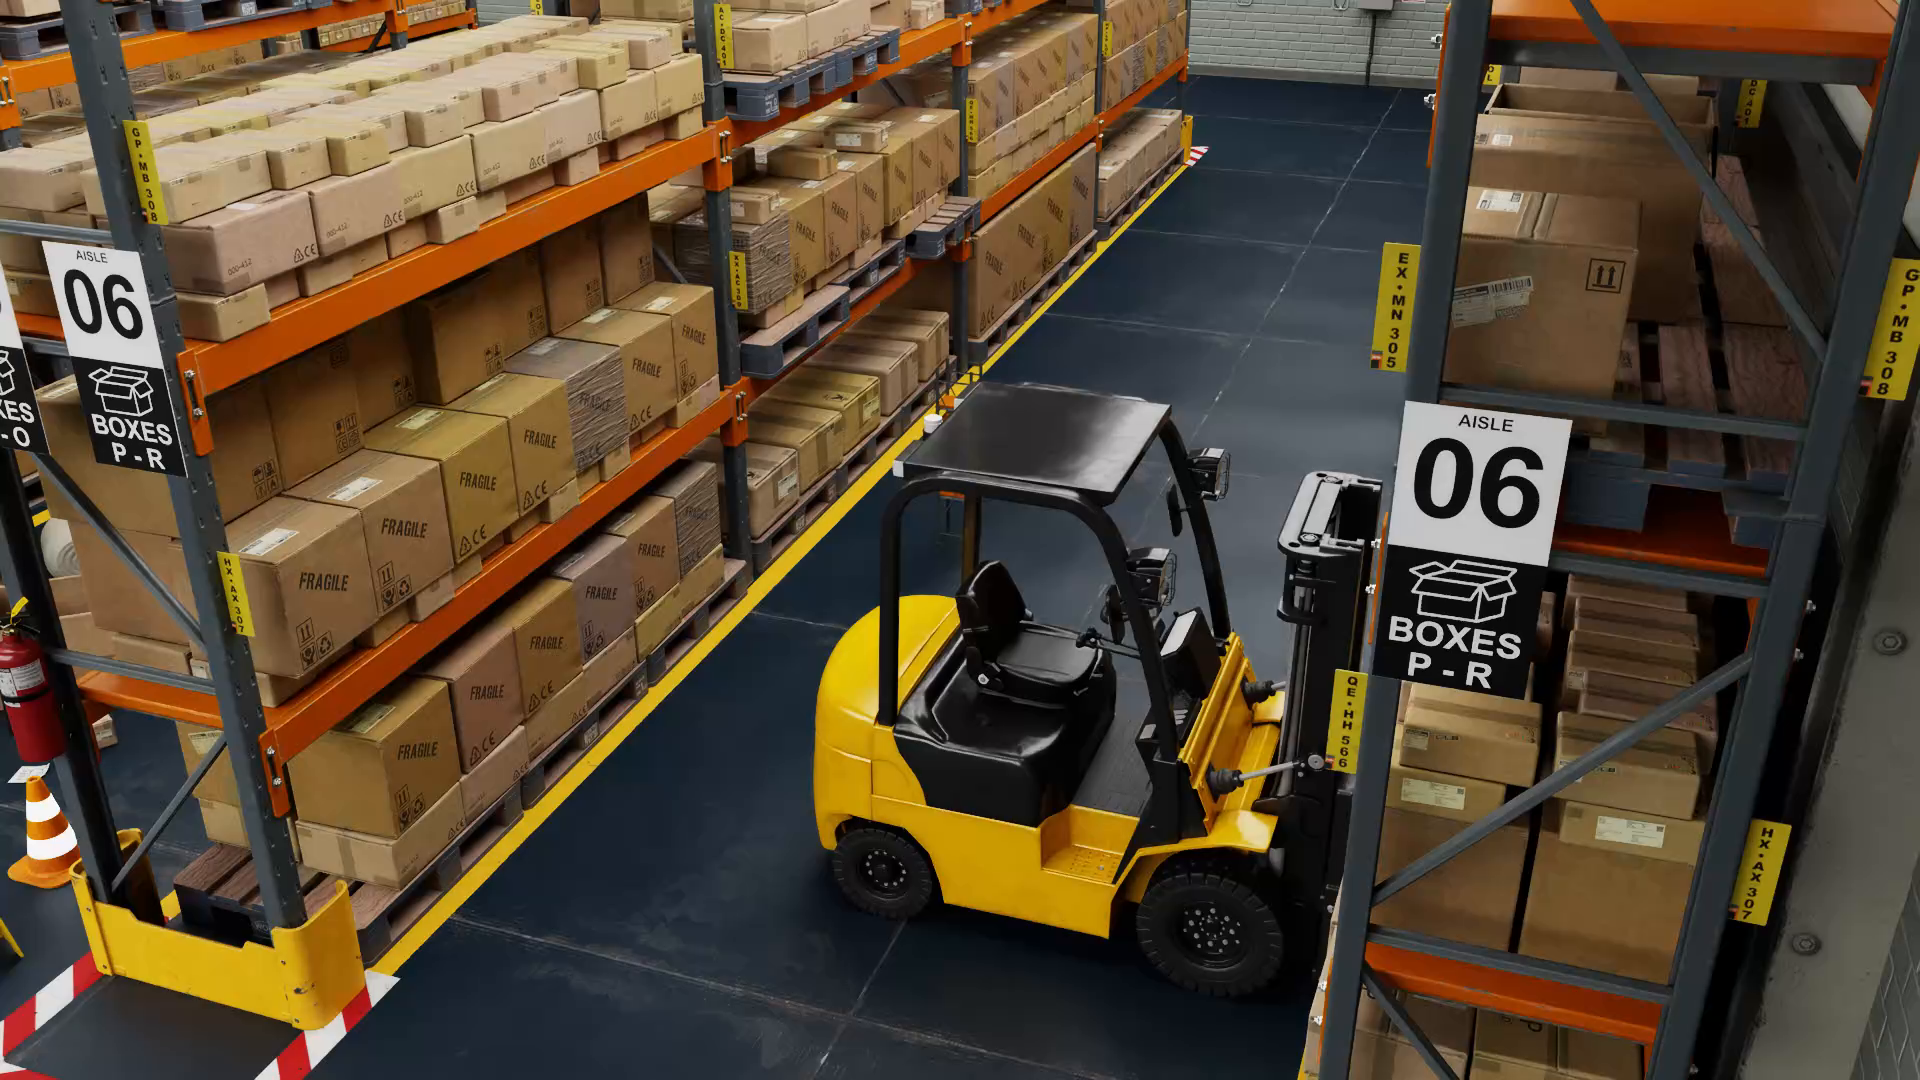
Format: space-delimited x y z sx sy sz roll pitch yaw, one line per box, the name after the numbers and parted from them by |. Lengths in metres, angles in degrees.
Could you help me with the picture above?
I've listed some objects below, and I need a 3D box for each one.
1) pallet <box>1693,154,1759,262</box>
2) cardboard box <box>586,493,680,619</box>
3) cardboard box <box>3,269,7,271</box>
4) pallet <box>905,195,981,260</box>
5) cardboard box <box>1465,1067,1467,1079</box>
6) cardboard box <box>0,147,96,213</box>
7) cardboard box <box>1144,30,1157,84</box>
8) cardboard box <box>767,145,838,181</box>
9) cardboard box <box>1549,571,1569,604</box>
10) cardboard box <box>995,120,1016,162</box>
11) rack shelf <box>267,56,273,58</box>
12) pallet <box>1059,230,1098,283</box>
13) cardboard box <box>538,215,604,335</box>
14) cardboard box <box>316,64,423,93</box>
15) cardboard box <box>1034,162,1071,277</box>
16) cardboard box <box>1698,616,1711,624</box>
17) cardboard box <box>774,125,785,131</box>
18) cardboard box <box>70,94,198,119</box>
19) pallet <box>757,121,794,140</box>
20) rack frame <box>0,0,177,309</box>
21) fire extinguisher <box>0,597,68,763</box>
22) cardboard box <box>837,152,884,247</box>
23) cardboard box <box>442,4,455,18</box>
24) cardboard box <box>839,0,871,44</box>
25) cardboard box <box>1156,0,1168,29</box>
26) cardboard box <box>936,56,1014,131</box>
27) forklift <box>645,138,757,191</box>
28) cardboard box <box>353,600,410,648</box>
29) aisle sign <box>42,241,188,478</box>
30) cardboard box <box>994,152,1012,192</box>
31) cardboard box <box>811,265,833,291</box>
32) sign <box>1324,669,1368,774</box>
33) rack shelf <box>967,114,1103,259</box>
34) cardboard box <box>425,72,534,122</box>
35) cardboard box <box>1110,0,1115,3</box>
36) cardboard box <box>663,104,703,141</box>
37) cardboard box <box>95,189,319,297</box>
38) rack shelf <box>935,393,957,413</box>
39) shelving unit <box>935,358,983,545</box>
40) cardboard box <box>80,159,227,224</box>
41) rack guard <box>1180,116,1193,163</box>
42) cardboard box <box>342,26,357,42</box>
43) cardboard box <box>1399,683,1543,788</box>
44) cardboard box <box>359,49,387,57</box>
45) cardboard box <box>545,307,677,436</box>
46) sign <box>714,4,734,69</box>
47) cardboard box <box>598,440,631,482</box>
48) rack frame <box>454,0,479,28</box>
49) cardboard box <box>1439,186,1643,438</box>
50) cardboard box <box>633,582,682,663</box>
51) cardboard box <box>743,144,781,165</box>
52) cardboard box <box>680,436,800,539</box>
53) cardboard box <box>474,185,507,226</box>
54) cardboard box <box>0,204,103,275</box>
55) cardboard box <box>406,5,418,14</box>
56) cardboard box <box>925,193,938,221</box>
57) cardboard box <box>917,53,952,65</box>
2.664 -1.377 6.811 1.003 0.211 1.213 9 27 17 | pallet
-1.870 0.063 8.990 0.500 0.500 0.500 9 27 18 | cardboard box
-6.571 -1.730 10.708 0.875 0.550 0.550 9 27 17 | cardboard box
-0.564 -2.388 12.461 1.213 0.211 1.003 9 27 17 | pallet
1.940 2.098 5.648 0.500 0.250 0.500 9 27 18 | cardboard box
-3.255 -1.273 5.869 0.380 0.149 0.250 9 27 18 | cardboard box
1.821 -5.248 18.032 0.500 0.500 0.500 10 27 19 | cardboard box
-1.004 -2.402 10.587 0.380 0.149 0.250 10 28 20 | cardboard box
2.511 0.384 6.400 0.500 0.500 0.500 9 27 18 | cardboard box
0.147 -3.325 13.774 0.500 0.250 0.500 9 27 19 | cardboard box
-9.107 -4.718 17.878 1.077 0.370 4.000 9 27 17 | rack shelf
0.718 -2.844 16.381 1.003 0.211 1.213 9 27 17 | pallet
-2.300 -1.412 8.621 0.700 0.500 0.500 9 27 18 | cardboard box
-2.610 -2.002 7.374 0.380 0.149 0.250 9 27 18 | cardboard box
0.480 -3.021 15.503 0.875 0.875 0.875 10 27 19 | cardboard box
2.445 0.266 5.899 0.380 0.149 0.250 10 27 19 | cardboard box
-2.435 -5.286 21.015 0.380 0.149 0.250 10 27 19 | cardboard box
-5.962 -2.935 12.107 0.700 0.500 0.500 9 27 18 | cardboard box
-2.796 -5.132 21.107 1.003 0.211 1.213 9 27 17 | pallet
-3.089 -2.196 4.958 1.000 3.000 0.127 9 27 17 | rack frame
-3.562 0.520 6.323 0.296 0.674 0.183 9 27 17 | fire extinguisher
-0.828 -2.278 11.075 0.500 0.500 0.500 8 27 15 | cardboard box
-7.003 -7.093 22.247 0.380 0.149 0.250 9 27 18 | cardboard box
-0.871 -3.211 10.189 0.500 0.250 0.500 8 27 17 | cardboard box
1.985 -5.911 18.254 0.500 0.500 0.500 9 27 17 | cardboard box
0.123 -3.650 13.585 0.500 0.500 0.500 9 27 18 | cardboard box
-2.397 -3.140 13.872 1.130 2.935 3.031 11 28 21 | forklift
-2.546 0.305 6.966 0.380 0.149 0.250 8 27 16 | cardboard box
-2.818 -0.595 5.554 0.394 0.787 0.004 9 27 17 | aisle sign
0.127 -3.094 13.870 0.500 0.250 0.500 8 27 16 | cardboard box
-1.038 -1.725 10.677 0.380 0.149 0.250 9 27 18 | cardboard box
1.086 0.511 4.653 0.100 0.325 0.005 9 27 17 | sign
0.238 -3.281 14.910 1.077 0.370 4.000 9 27 17 | rack shelf
-2.084 -1.922 7.209 0.380 0.149 0.250 9 27 18 | cardboard box
1.324 -5.413 16.482 0.380 0.149 0.250 9 27 18 | cardboard box
-1.575 -2.202 8.702 0.380 0.149 0.250 9 27 18 | cardboard box
-2.671 -1.080 5.927 0.500 0.250 0.500 8 27 17 | cardboard box
-0.005 -0.818 10.339 0.258 0.103 0.180 9 27 17 | rack shelf
-0.005 -0.534 10.476 0.258 1.200 0.189 9 27 17 | shelving unit
-2.779 -1.208 5.734 0.380 0.149 0.250 9 27 17 | cardboard box
2.243 -4.955 20.411 1.175 0.500 0.348 9 27 17 | rack guard
-7.684 -6.254 20.513 0.380 0.149 0.250 8 27 17 | cardboard box
1.513 0.574 4.921 0.380 0.149 0.250 9 27 18 | cardboard box
-7.847 -5.726 21.091 0.875 0.875 0.875 9 27 17 | cardboard box
-1.837 -0.887 8.684 0.500 0.500 0.500 10 27 19 | cardboard box
-1.244 -2.646 8.738 0.100 0.325 0.005 9 27 17 | sign
-1.913 -0.432 8.488 0.380 0.149 0.250 8 27 17 | cardboard box
-7.110 -7.508 22.814 1.000 3.000 0.127 9 27 17 | rack frame
1.510 -0.623 4.442 0.500 0.500 0.500 10 27 19 | cardboard box
-1.869 0.412 9.131 0.500 0.250 0.500 8 27 16 | cardboard box
-1.306 -2.361 11.246 0.500 0.500 0.500 8 27 15 | cardboard box
-1.586 -0.361 10.588 0.950 0.372 0.625 9 27 18 | cardboard box
-2.197 -1.467 7.185 0.380 0.149 0.250 8 27 16 | cardboard box
-3.173 -1.161 6.095 0.500 0.250 0.500 8 27 17 | cardboard box
-7.360 -6.919 21.429 0.500 0.250 0.500 8 27 16 | cardboard box
-0.377 -2.459 12.194 0.380 0.149 0.250 9 27 17 | cardboard box
-0.339 -3.740 13.771 0.500 0.500 0.500 9 27 18 | cardboard box
